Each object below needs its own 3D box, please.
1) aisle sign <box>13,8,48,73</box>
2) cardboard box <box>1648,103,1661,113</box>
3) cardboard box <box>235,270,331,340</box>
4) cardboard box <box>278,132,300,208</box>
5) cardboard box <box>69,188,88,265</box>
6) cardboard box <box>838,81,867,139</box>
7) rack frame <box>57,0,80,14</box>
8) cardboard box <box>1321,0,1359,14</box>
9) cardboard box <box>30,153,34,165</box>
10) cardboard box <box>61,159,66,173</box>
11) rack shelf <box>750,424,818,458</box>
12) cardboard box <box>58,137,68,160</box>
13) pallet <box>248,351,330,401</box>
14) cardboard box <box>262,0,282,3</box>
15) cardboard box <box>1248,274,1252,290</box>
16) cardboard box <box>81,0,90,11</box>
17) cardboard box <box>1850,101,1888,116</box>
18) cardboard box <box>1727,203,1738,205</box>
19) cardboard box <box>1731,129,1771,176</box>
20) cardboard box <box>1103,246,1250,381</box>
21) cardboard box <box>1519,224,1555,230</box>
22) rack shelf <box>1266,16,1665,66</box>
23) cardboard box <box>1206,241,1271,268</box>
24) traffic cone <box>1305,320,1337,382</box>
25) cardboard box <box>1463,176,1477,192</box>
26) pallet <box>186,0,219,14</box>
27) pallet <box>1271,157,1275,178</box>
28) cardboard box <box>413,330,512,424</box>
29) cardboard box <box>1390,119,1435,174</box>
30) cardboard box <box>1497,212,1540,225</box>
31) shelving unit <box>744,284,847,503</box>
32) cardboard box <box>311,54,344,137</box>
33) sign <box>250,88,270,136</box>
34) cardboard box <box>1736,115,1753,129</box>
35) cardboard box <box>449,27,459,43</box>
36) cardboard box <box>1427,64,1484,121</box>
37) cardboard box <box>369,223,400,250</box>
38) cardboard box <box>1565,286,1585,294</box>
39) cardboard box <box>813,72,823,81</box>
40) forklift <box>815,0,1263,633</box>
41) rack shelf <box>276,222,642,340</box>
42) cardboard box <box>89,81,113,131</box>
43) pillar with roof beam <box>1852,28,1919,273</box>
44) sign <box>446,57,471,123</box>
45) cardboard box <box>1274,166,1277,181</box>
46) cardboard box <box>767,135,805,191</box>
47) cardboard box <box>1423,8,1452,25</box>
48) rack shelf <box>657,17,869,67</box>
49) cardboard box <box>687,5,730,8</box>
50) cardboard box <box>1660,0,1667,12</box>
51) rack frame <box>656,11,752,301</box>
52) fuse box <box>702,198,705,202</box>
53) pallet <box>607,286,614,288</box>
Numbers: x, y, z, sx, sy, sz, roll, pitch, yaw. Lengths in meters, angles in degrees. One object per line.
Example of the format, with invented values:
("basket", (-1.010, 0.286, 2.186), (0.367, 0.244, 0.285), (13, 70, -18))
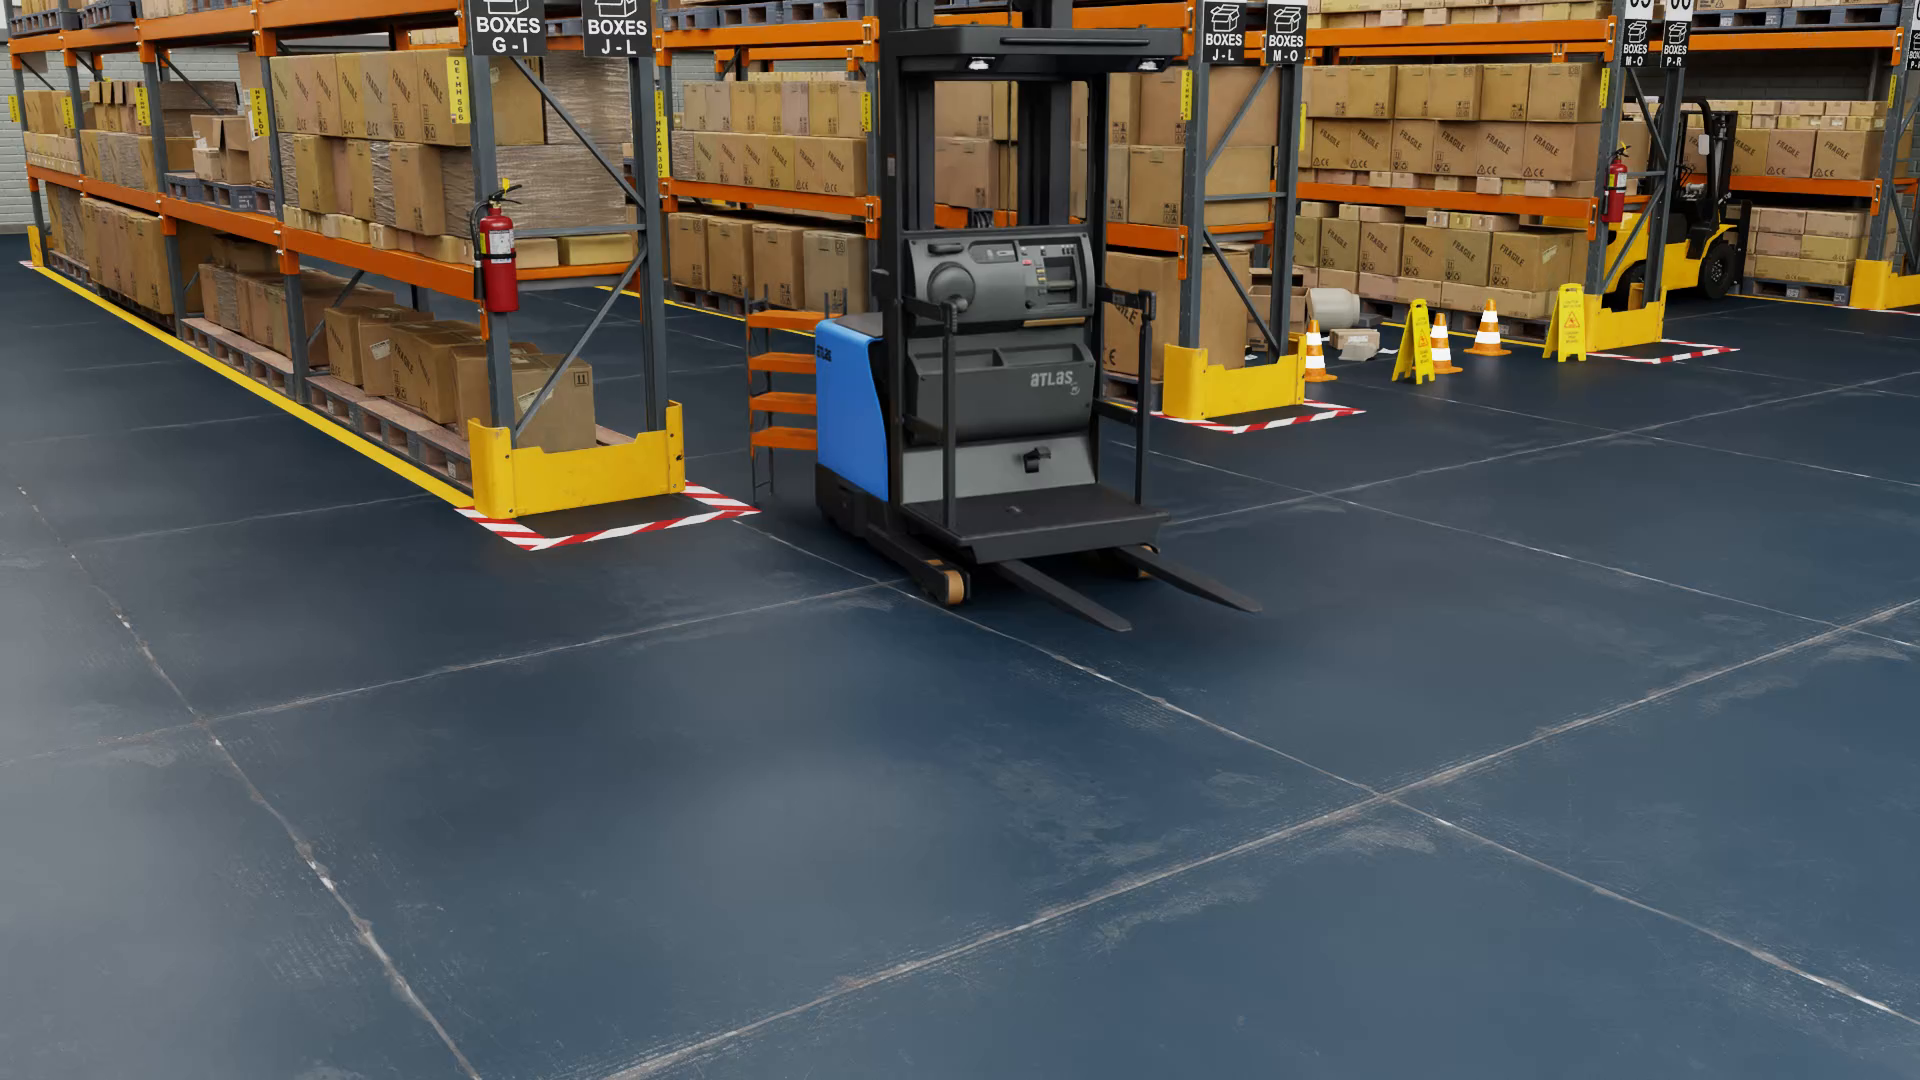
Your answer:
("aisle sign", (-11.786, -6.302, 20.993), (0.394, 0.787, 0.004), (-11, 19, -35))
("cardboard box", (8.157, -4.999, 19.178), (0.380, 0.149, 0.250), (-11, 19, -35))
("cardboard box", (-5.712, -2.001, 14.106), (0.700, 0.500, 0.500), (-9, 18, -30))
("cardboard box", (-4.231, -2.602, 11.650), (0.875, 0.500, 0.500), (-11, 19, -35))
("cardboard box", (-10.002, -3.748, 19.817), (0.875, 0.875, 0.875), (-11, 19, -35))
("cardboard box", (-0.671, -3.900, 15.061), (0.700, 0.500, 0.500), (-11, 19, -35))
("rack frame", (-9.149, -7.118, 17.538), (1.000, 3.000, 0.127), (-11, 19, -35))
("cardboard box", (3.918, -5.327, 16.397), (0.500, 0.250, 0.500), (-11, 19, -35))
("cardboard box", (-11.408, -4.776, 20.820), (0.380, 0.149, 0.250), (-11, 19, -35))
("cardboard box", (-10.047, -4.283, 19.017), (0.380, 0.149, 0.250), (-10, 18, -34))
("rack shelf", (-0.893, -0.533, 9.257), (0.480, 0.148, 0.258), (6, 17, 22))
("cardboard box", (-9.928, -4.460, 18.908), (0.500, 0.250, 0.500), (-10, 18, -33))
("pallet", (-4.905, -1.337, 13.063), (1.003, 0.211, 1.213), (-11, 19, -35))
("cardboard box", (-4.388, -3.755, 11.216), (0.500, 0.250, 0.500), (-12, 19, -37))
("cardboard box", (2.285, -2.242, 15.559), (0.797, 0.637, 0.503), (-11, 19, -35))
("cardboard box", (-8.800, -5.800, 17.418), (0.700, 0.500, 0.500), (-10, 18, -33))
("cardboard box", (9.554, -4.520, 17.427), (0.380, 0.149, 0.250), (-11, 19, -34))
("cardboard box", (8.510, -3.704, 18.946), (0.500, 0.250, 0.500), (-11, 19, -36))
("cardboard box", (8.834, -4.306, 18.437), (0.500, 0.500, 0.500), (-11, 19, -36))
("cardboard box", (1.525, -1.723, 12.418), (0.875, 0.875, 0.875), (-11, 19, -34))
("cardboard box", (5.346, -2.770, 16.006), (0.500, 0.500, 0.500), (-12, 19, -37))
("rack shelf", (4.746, -4.727, 15.847), (1.077, 0.370, 4.000), (-11, 19, -35))
("cardboard box", (3.260, -3.101, 18.408), (0.950, 0.372, 0.625), (-11, 19, -34))
("traffic cone", (2.814, -1.521, 13.256), (0.336, 0.463, 0.334), (-11, 19, -35))
("cardboard box", (4.944, -3.348, 15.601), (0.380, 0.149, 0.250), (-11, 19, -34))
("pallet", (-5.335, -4.242, 13.067), (1.213, 0.211, 1.003), (-11, 19, -35))
("pallet", (3.239, -4.148, 18.413), (1.003, 0.211, 1.213), (-11, 19, -35))
("cardboard box", (-3.179, -1.054, 10.685), (0.500, 0.500, 0.500), (-9, 18, -29))
("cardboard box", (4.515, -3.792, 15.994), (0.500, 0.500, 0.500), (-11, 19, -34))
("cardboard box", (7.267, -3.993, 21.185), (0.875, 0.625, 0.625), (-10, 18, -32))
("shelving unit", (-0.893, -0.789, 9.187), (0.503, 1.200, 0.258), (6, 17, 22))
("cardboard box", (-3.798, -2.841, 10.629), (0.500, 0.500, 0.500), (-11, 19, -35))
("sign", (-4.893, -2.988, 11.618), (0.100, 0.325, 0.005), (-11, 19, -35))
("cardboard box", (8.731, -4.634, 18.405), (0.380, 0.149, 0.250), (-11, 19, -34))
("cardboard box", (-6.459, -6.733, 22.097), (0.500, 0.250, 0.500), (-11, 19, -35))
("cardboard box", (4.771, -4.152, 15.417), (0.700, 0.500, 0.500), (-11, 19, -35))
("cardboard box", (-3.395, -1.874, 10.217), (0.380, 0.149, 0.250), (-11, 19, -35))
("cardboard box", (5.672, -2.292, 15.681), (0.500, 0.250, 0.500), (-11, 19, -35))
("cardboard box", (-1.941, -6.802, 24.434), (0.380, 0.149, 0.250), (-11, 19, -35))
("forklift", (0.291, -1.245, 7.573), (1.130, 2.935, 3.031), (-7, 17, -24))
("rack shelf", (-3.270, -1.742, 10.623), (1.077, 0.370, 4.000), (-11, 19, -35))
("cardboard box", (-8.767, -4.622, 17.691), (0.797, 0.503, 0.637), (-11, 19, -36))
("pillar with roof beam", (6.773, -6.486, 15.227), (9.100, 9.000, 0.400), (-11, 19, -35))
("sign", (-2.555, -2.291, 8.474), (0.100, 0.325, 0.005), (-11, 19, -35))
("cardboard box", (3.496, -3.816, 17.314), (0.380, 0.149, 0.250), (-11, 19, -35))
("cardboard box", (-1.492, -3.599, 15.853), (0.500, 0.500, 0.500), (-11, 19, -34))
("cardboard box", (4.547, -4.880, 15.518), (0.380, 0.149, 0.250), (-11, 19, -35))
("rack shelf", (-1.550, -4.792, 16.082), (1.077, 0.370, 4.000), (-11, 19, -35))
("cardboard box", (-2.847, -5.777, 18.130), (0.500, 0.500, 0.500), (-11, 19, -35))
("cardboard box", (8.053, -6.095, 18.973), (0.380, 0.149, 0.250), (-10, 18, -33))
("rack frame", (-2.726, -4.119, 17.943), (1.000, 3.000, 0.127), (-11, 19, -35))
("fuse box", (-5.035, -7.491, 32.704), (0.539, 1.711, 0.414), (-11, 19, -35))
("pallet", (-3.898, -3.201, 19.873), (1.003, 0.211, 1.213), (-11, 19, -35))
